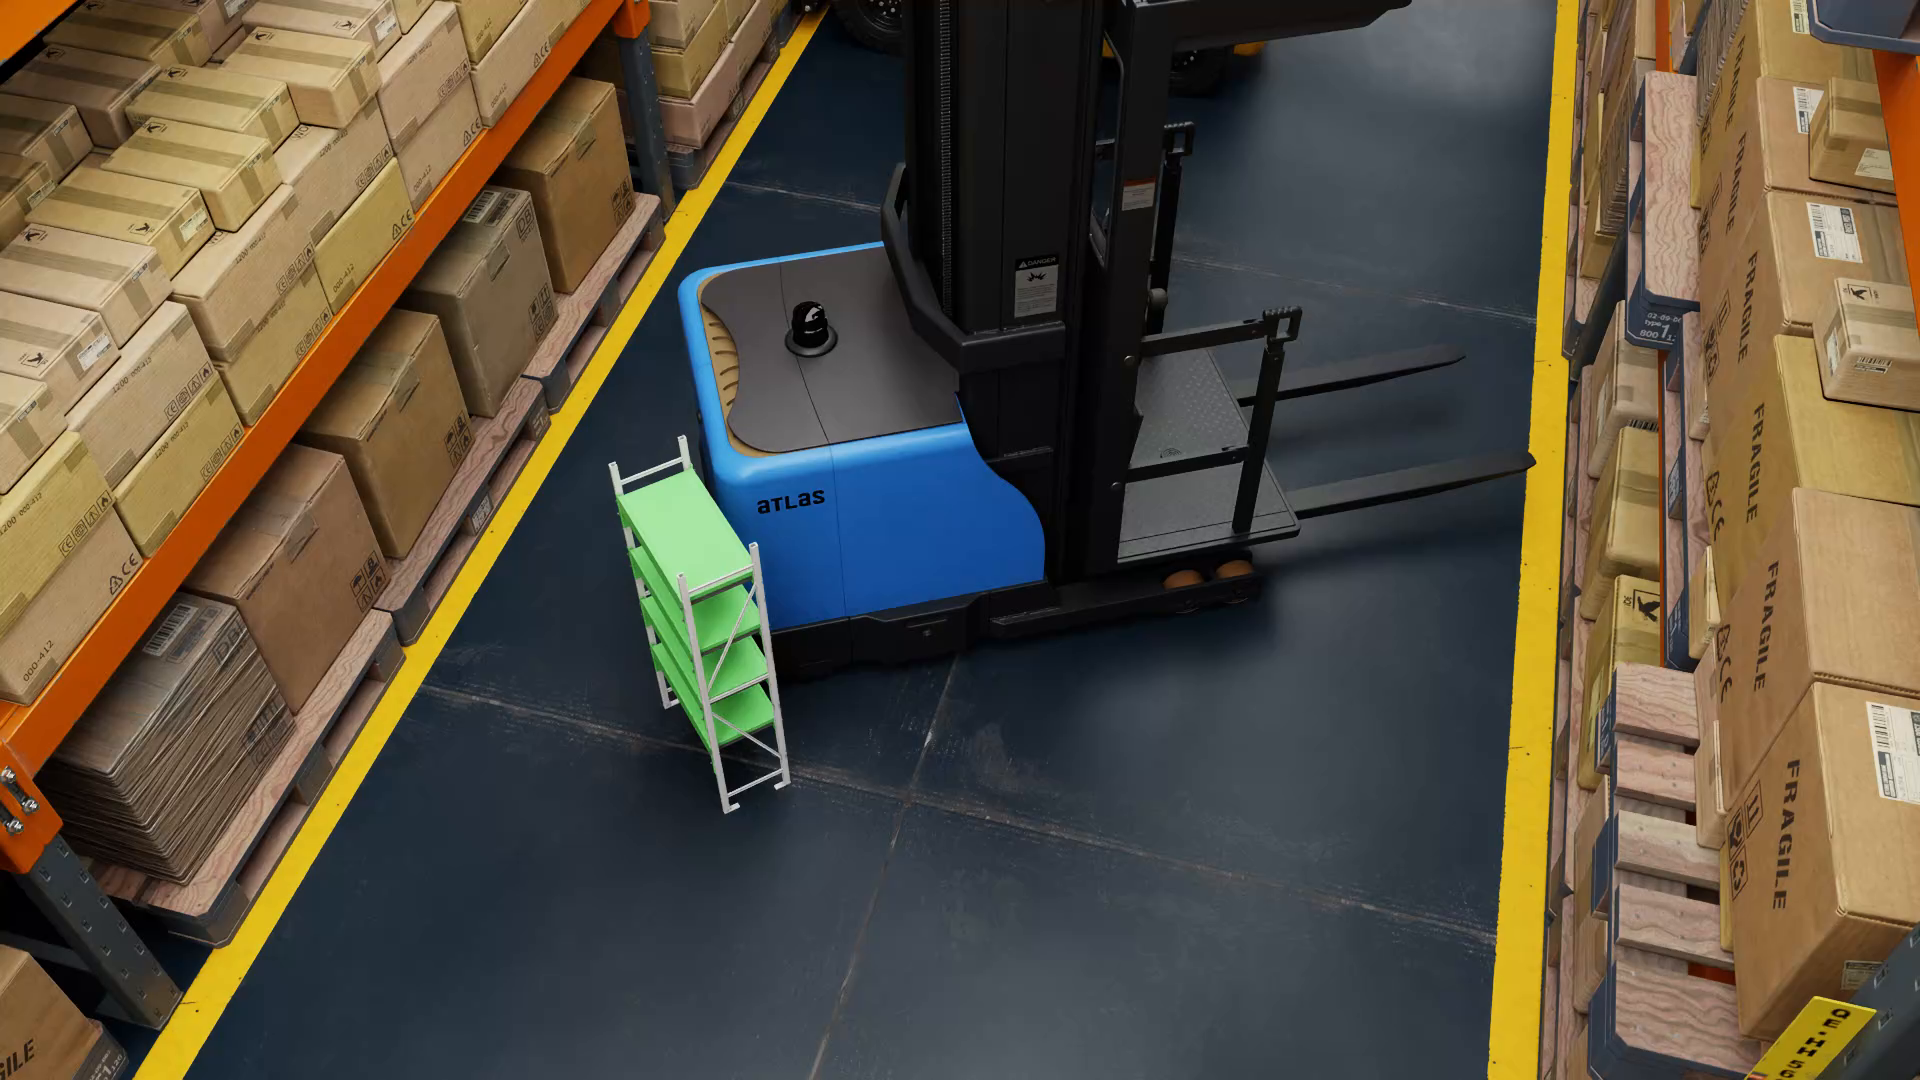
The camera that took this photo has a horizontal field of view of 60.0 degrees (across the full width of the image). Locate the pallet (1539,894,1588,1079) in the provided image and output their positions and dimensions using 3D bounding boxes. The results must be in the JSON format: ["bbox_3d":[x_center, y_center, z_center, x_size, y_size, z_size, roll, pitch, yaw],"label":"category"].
[{"bbox_3d":[2.152,1.665,4.640,1.003,0.211,1.213,12,50,10],"label":"pallet"}]

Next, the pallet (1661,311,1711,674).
[{"bbox_3d":[2.426,-0.069,4.438,1.003,0.211,1.213,12,50,10],"label":"pallet"}]

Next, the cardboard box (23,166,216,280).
[{"bbox_3d":[-2.271,-0.853,4.503,0.380,0.149,0.250,12,50,10],"label":"cardboard box"}]

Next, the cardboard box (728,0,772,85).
[{"bbox_3d":[-1.226,-2.447,7.963,0.500,0.250,0.500,11,49,9],"label":"cardboard box"}]

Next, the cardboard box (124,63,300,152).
[{"bbox_3d":[-2.172,-1.232,4.838,0.380,0.149,0.250,12,50,10],"label":"cardboard box"}]

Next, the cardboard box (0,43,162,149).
[{"bbox_3d":[-2.569,-1.307,4.903,0.380,0.149,0.250,13,50,11],"label":"cardboard box"}]

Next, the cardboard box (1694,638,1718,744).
[{"bbox_3d":[1.902,0.388,3.794,0.380,0.149,0.250,9,49,8],"label":"cardboard box"}]

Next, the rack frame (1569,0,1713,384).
[{"bbox_3d":[2.998,-1.586,5.649,1.000,3.000,0.127,12,50,10],"label":"rack frame"}]

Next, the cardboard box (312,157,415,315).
[{"bbox_3d":[-2.088,-1.004,5.236,0.500,0.250,0.500,13,50,11],"label":"cardboard box"}]

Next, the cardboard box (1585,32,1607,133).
[{"bbox_3d":[3.163,-2.050,7.612,0.500,0.250,0.500,12,50,11],"label":"cardboard box"}]

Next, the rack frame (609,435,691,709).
[{"bbox_3d":[-0.916,0.136,5.329,0.240,1.200,0.015,-24,53,-19],"label":"rack frame"}]

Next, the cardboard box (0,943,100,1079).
[{"bbox_3d":[-2.749,1.367,4.430,0.500,0.500,0.500,13,50,11],"label":"cardboard box"}]

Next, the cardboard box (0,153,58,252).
[{"bbox_3d":[-2.725,-0.944,4.583,0.380,0.149,0.250,11,50,10],"label":"cardboard box"}]

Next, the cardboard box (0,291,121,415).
[{"bbox_3d":[-2.365,-0.474,4.168,0.380,0.149,0.250,13,50,11],"label":"cardboard box"}]

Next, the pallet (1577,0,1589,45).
[{"bbox_3d":[3.783,-2.921,8.687,1.003,0.211,1.213,12,50,10],"label":"pallet"}]

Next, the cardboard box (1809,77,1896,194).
[{"bbox_3d":[2.346,-0.995,4.149,0.380,0.149,0.250,14,50,12],"label":"cardboard box"}]

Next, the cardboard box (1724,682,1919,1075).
[{"bbox_3d":[1.796,0.653,3.128,0.500,0.500,0.500,10,49,9],"label":"cardboard box"}]

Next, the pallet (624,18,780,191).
[{"bbox_3d":[-1.542,-2.207,8.057,1.003,0.211,1.213,12,50,10],"label":"pallet"}]

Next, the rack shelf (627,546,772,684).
[{"bbox_3d":[-0.794,0.178,5.058,0.258,0.148,0.480,-24,53,-19],"label":"rack shelf"}]

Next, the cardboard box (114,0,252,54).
[{"bbox_3d":[-2.478,-1.687,5.239,0.380,0.149,0.250,11,50,10],"label":"cardboard box"}]

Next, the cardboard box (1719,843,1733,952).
[{"bbox_3d":[1.805,0.760,3.466,0.380,0.149,0.250,12,50,11],"label":"cardboard box"}]

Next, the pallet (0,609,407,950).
[{"bbox_3d":[-2.590,0.666,5.522,1.003,0.211,1.213,12,50,10],"label":"pallet"}]

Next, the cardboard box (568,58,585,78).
[{"bbox_3d":[-1.861,-2.350,7.544,0.500,0.250,0.500,11,49,9],"label":"cardboard box"}]

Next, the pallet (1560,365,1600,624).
[{"bbox_3d":[2.794,-0.100,6.197,1.003,0.211,1.213,12,50,10],"label":"pallet"}]

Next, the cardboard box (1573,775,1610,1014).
[{"bbox_3d":[2.290,1.096,4.755,0.950,0.372,0.625,11,49,9],"label":"cardboard box"}]

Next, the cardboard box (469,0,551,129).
[{"bbox_3d":[-1.799,-1.732,5.878,0.500,0.250,0.500,11,50,10],"label":"cardboard box"}]

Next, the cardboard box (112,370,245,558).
[{"bbox_3d":[-2.355,-0.255,4.575,0.500,0.250,0.500,11,49,9],"label":"cardboard box"}]

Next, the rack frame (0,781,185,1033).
[{"bbox_3d":[-2.845,0.331,3.958,1.000,3.000,0.127,12,50,10],"label":"rack frame"}]

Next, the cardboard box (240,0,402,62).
[{"bbox_3d":[-1.976,-1.589,5.153,0.380,0.149,0.250,12,50,10],"label":"cardboard box"}]

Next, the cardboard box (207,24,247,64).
[{"bbox_3d":[-2.461,-1.631,5.456,0.500,0.250,0.500,10,49,9],"label":"cardboard box"}]

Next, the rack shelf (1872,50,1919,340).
[{"bbox_3d":[2.471,-0.894,3.517,1.077,0.370,4.000,12,50,10],"label":"rack shelf"}]

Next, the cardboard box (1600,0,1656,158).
[{"bbox_3d":[3.027,-1.912,6.991,0.500,0.500,0.500,12,50,11],"label":"cardboard box"}]

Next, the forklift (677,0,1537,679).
[{"bbox_3d":[0.605,-1.081,5.249,3.031,2.935,1.130,-10,49,-9],"label":"forklift"}]

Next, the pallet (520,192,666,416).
[{"bbox_3d":[-1.948,-1.099,7.079,1.003,0.211,1.213,12,50,10],"label":"pallet"}]

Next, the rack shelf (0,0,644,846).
[{"bbox_3d":[-2.318,-0.878,5.504,1.077,0.370,4.000,12,50,10],"label":"rack shelf"}]

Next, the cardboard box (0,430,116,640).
[{"bbox_3d":[-2.468,-0.053,4.063,0.500,0.250,0.500,12,50,10],"label":"cardboard box"}]

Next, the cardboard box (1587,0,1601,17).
[{"bbox_3d":[3.430,-2.812,8.285,0.500,0.250,0.500,13,50,11],"label":"cardboard box"}]

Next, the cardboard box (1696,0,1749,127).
[{"bbox_3d":[2.598,-1.574,5.093,0.500,0.500,0.500,13,50,11],"label":"cardboard box"}]

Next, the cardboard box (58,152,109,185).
[{"bbox_3d":[-2.727,-0.897,4.808,0.500,0.250,0.500,11,50,10],"label":"cardboard box"}]

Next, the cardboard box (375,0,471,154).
[{"bbox_3d":[-1.943,-1.531,5.367,0.500,0.250,0.500,12,50,11],"label":"cardboard box"}]

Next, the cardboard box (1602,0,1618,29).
[{"bbox_3d":[3.292,-2.670,7.659,0.500,0.500,0.500,12,50,11],"label":"cardboard box"}]

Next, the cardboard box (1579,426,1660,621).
[{"bbox_3d":[2.676,0.045,5.682,0.950,0.372,0.625,14,50,12],"label":"cardboard box"}]

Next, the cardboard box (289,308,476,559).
[{"bbox_3d":[-2.326,-0.432,5.935,0.875,0.625,0.625,10,49,8],"label":"cardboard box"}]

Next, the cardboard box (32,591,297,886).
[{"bbox_3d":[-2.667,0.529,5.086,0.875,0.625,0.625,13,50,11],"label":"cardboard box"}]

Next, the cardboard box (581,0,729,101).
[{"bbox_3d":[-1.367,-2.246,7.452,0.500,0.250,0.500,11,50,10],"label":"cardboard box"}]

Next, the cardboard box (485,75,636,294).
[{"bbox_3d":[-1.919,-1.536,6.909,0.875,0.625,0.625,14,50,12],"label":"cardboard box"}]

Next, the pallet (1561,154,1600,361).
[{"bbox_3d":[3.140,-1.156,7.129,1.003,0.211,1.213,12,50,10],"label":"pallet"}]

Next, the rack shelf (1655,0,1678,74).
[{"bbox_3d":[3.524,-2.794,7.196,1.077,0.370,4.000,12,50,10],"label":"rack shelf"}]

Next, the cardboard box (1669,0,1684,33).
[{"bbox_3d":[2.847,-1.977,6.162,0.380,0.149,0.250,13,50,11],"label":"cardboard box"}]

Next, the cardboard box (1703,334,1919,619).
[{"bbox_3d":[2.053,-0.088,3.782,0.500,0.500,0.500,9,49,7],"label":"cardboard box"}]

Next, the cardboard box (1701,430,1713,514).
[{"bbox_3d":[2.136,-0.168,4.285,0.380,0.149,0.250,10,49,9],"label":"cardboard box"}]

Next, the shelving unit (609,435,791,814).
[{"bbox_3d":[-0.794,0.295,5.190,0.258,1.200,0.503,-24,53,-19],"label":"shelving unit"}]

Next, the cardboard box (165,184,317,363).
[{"bbox_3d":[-2.204,-0.795,4.718,0.500,0.250,0.500,10,49,9],"label":"cardboard box"}]

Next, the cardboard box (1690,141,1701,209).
[{"bbox_3d":[2.473,-1.125,5.130,0.380,0.149,0.250,12,50,11],"label":"cardboard box"}]

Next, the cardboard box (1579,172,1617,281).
[{"bbox_3d":[2.894,-1.296,6.947,0.500,0.250,0.500,14,50,12],"label":"cardboard box"}]

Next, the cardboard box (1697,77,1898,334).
[{"bbox_3d":[2.323,-0.857,4.460,0.500,0.500,0.500,11,50,10],"label":"cardboard box"}]

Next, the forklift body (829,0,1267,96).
[{"bbox_3d":[0.522,-3.443,7.855,2.313,2.155,1.214,12,50,10],"label":"forklift body"}]

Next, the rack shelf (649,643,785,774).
[{"bbox_3d":[-0.794,0.496,5.418,0.258,0.148,0.480,-24,53,-19],"label":"rack shelf"}]
